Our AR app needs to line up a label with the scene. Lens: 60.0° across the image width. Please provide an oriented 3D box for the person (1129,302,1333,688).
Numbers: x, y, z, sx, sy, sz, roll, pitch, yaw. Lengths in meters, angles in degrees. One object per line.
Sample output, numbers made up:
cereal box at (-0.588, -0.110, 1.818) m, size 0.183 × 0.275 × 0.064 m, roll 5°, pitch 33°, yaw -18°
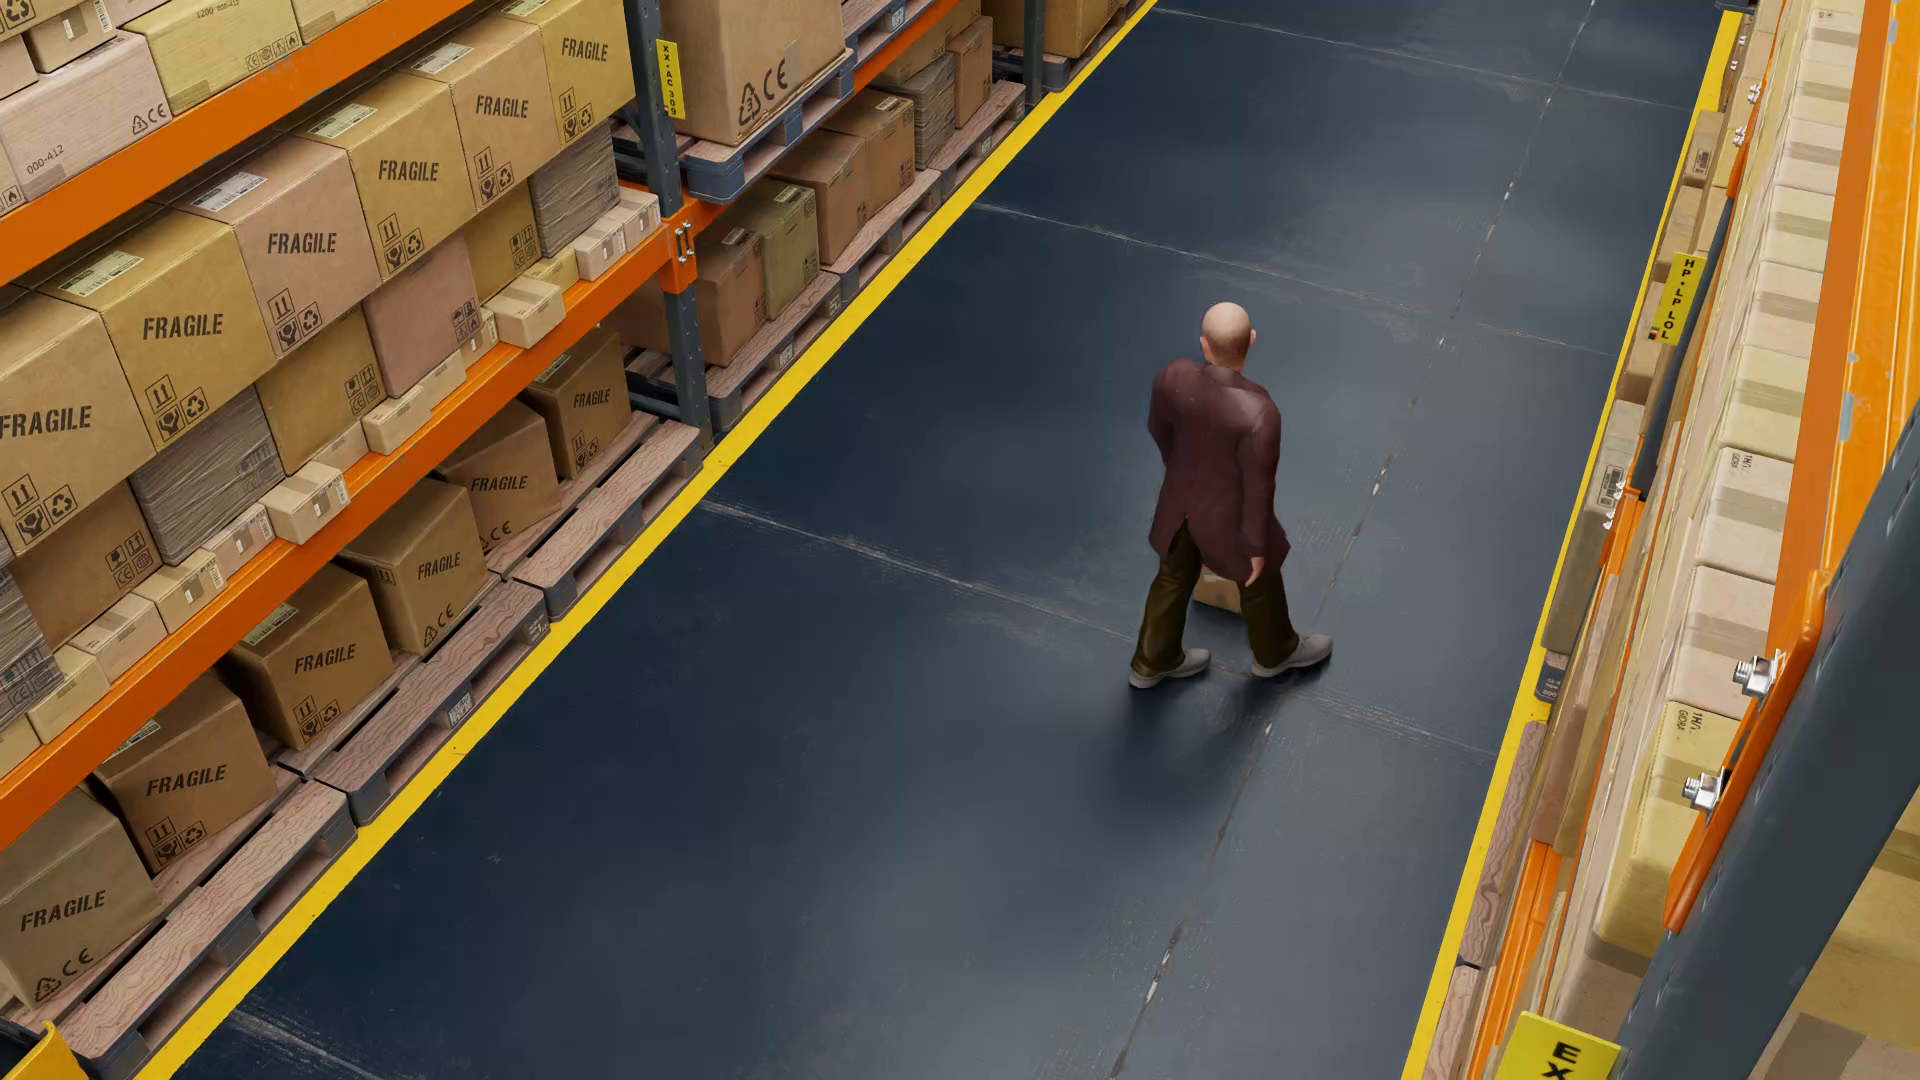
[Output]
person at (1.062, -0.163, 6.353) m, size 0.759 × 1.758 × 0.669 m, roll -32°, pitch 51°, yaw -31°
